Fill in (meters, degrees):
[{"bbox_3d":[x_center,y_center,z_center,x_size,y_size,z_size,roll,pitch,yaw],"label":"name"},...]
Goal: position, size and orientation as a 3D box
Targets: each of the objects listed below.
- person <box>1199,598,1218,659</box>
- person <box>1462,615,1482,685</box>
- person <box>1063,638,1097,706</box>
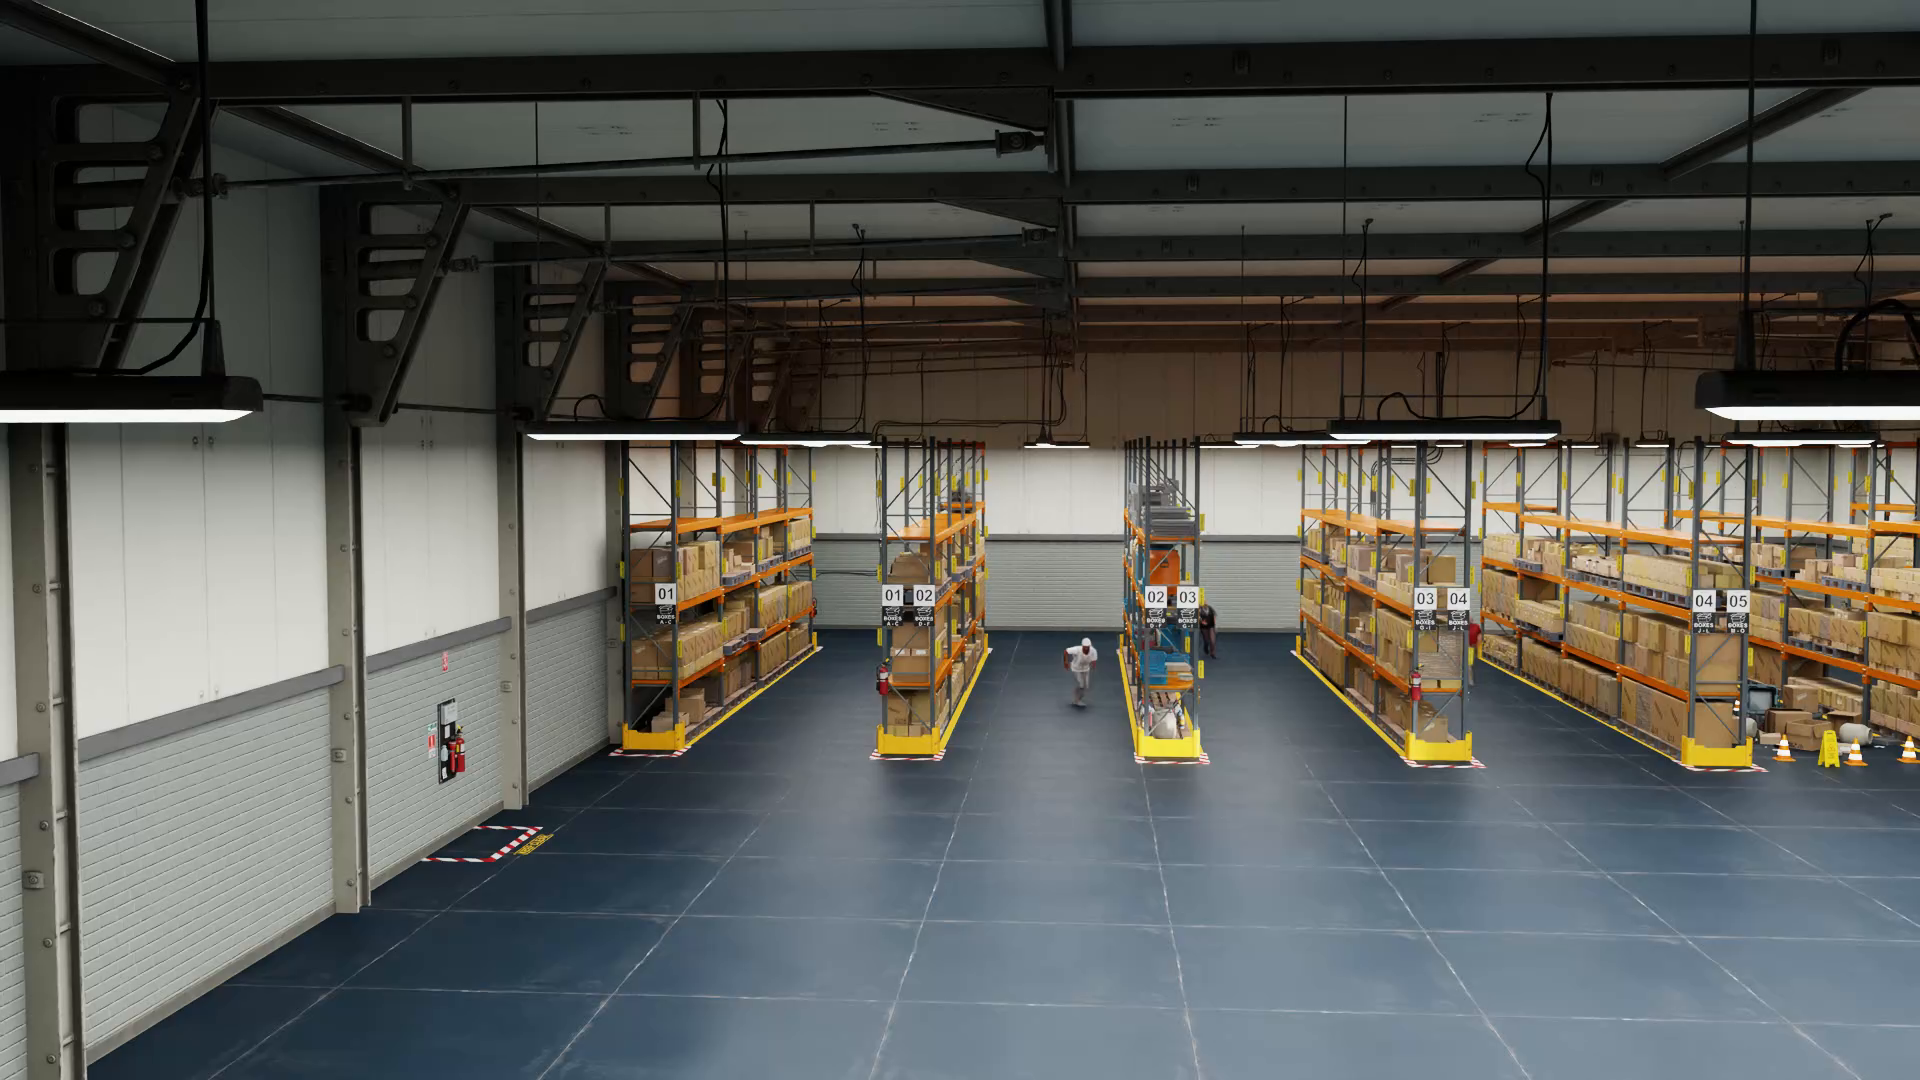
[{"bbox_3d":[6.813,2.435,46.079,0.697,1.676,0.755,0,3,-8],"label":"person"},{"bbox_3d":[12.555,2.703,41.104,0.663,1.732,0.983,0,3,0],"label":"person"},{"bbox_3d":[2.688,2.949,37.112,0.735,1.573,0.830,-1,3,-17],"label":"person"}]
